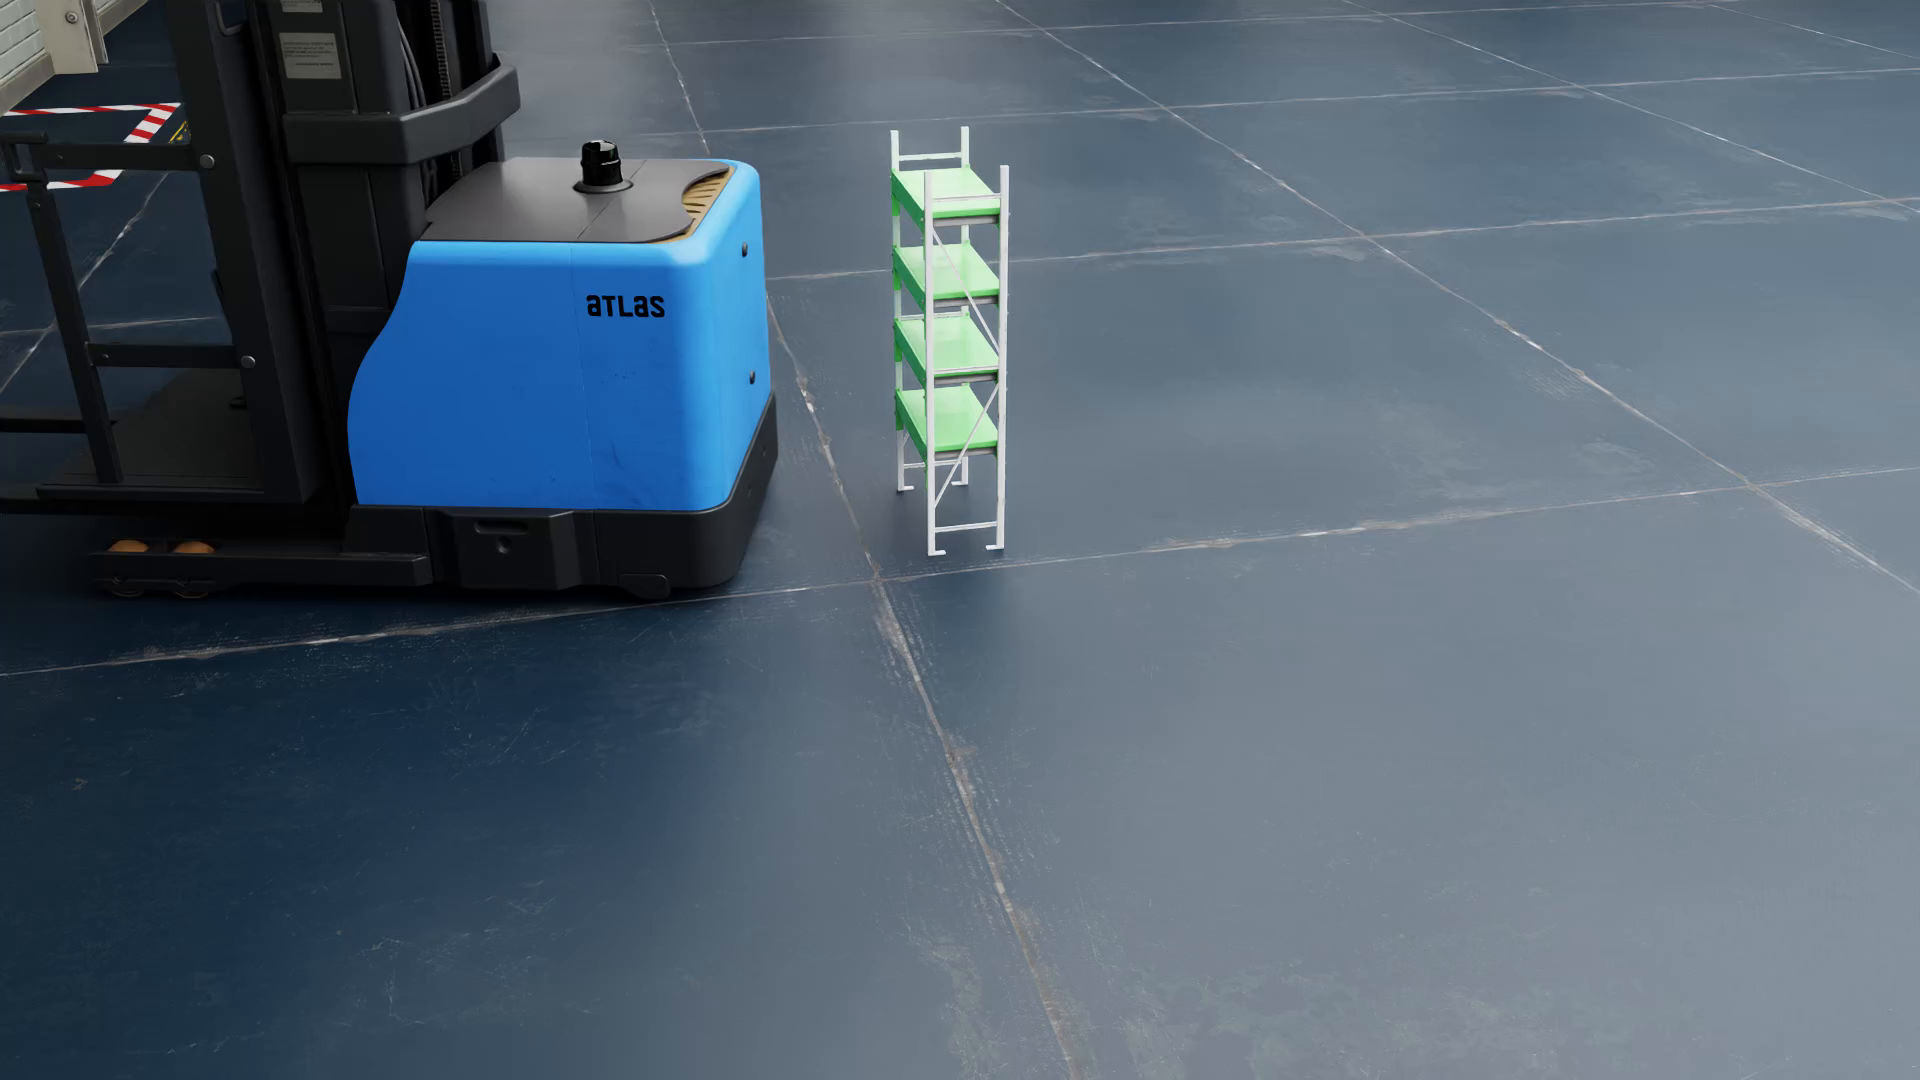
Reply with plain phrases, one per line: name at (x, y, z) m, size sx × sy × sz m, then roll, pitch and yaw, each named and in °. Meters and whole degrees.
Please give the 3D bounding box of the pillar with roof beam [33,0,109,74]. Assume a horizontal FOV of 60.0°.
pillar with roof beam at (-2.156, -7.859, 10.833) m, size 9.100 × 9.000 × 0.400 m, roll -6°, pitch 27°, yaw -12°

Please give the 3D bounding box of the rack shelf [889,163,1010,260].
rack shelf at (-0.037, -0.980, 4.936) m, size 0.258 × 0.148 × 0.480 m, roll -6°, pitch 27°, yaw -12°

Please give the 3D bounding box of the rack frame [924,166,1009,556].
rack frame at (0.018, -0.501, 4.911) m, size 0.240 × 1.200 × 0.015 m, roll -6°, pitch 27°, yaw -12°

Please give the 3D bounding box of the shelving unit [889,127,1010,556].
shelving unit at (-0.037, -0.608, 5.124) m, size 0.258 × 1.200 × 0.503 m, roll -6°, pitch 27°, yaw -12°

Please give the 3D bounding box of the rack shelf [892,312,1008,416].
rack shelf at (-0.037, -0.551, 5.152) m, size 0.258 × 0.148 × 0.480 m, roll -6°, pitch 27°, yaw -12°

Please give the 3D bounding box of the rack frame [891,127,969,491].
rack frame at (-0.092, -0.715, 5.336) m, size 0.240 × 1.200 × 0.015 m, roll -6°, pitch 27°, yaw -12°

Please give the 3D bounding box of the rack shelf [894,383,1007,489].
rack shelf at (-0.037, -0.337, 5.261) m, size 0.258 × 0.148 × 0.480 m, roll -6°, pitch 27°, yaw -12°

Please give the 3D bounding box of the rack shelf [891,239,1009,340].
rack shelf at (-0.037, -0.766, 5.044) m, size 0.258 × 0.148 × 0.480 m, roll -6°, pitch 27°, yaw -12°

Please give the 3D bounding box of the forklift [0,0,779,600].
forklift at (-2.151, -1.372, 4.715) m, size 3.031 × 2.935 × 1.130 m, roll 1°, pitch 27°, yaw 2°
